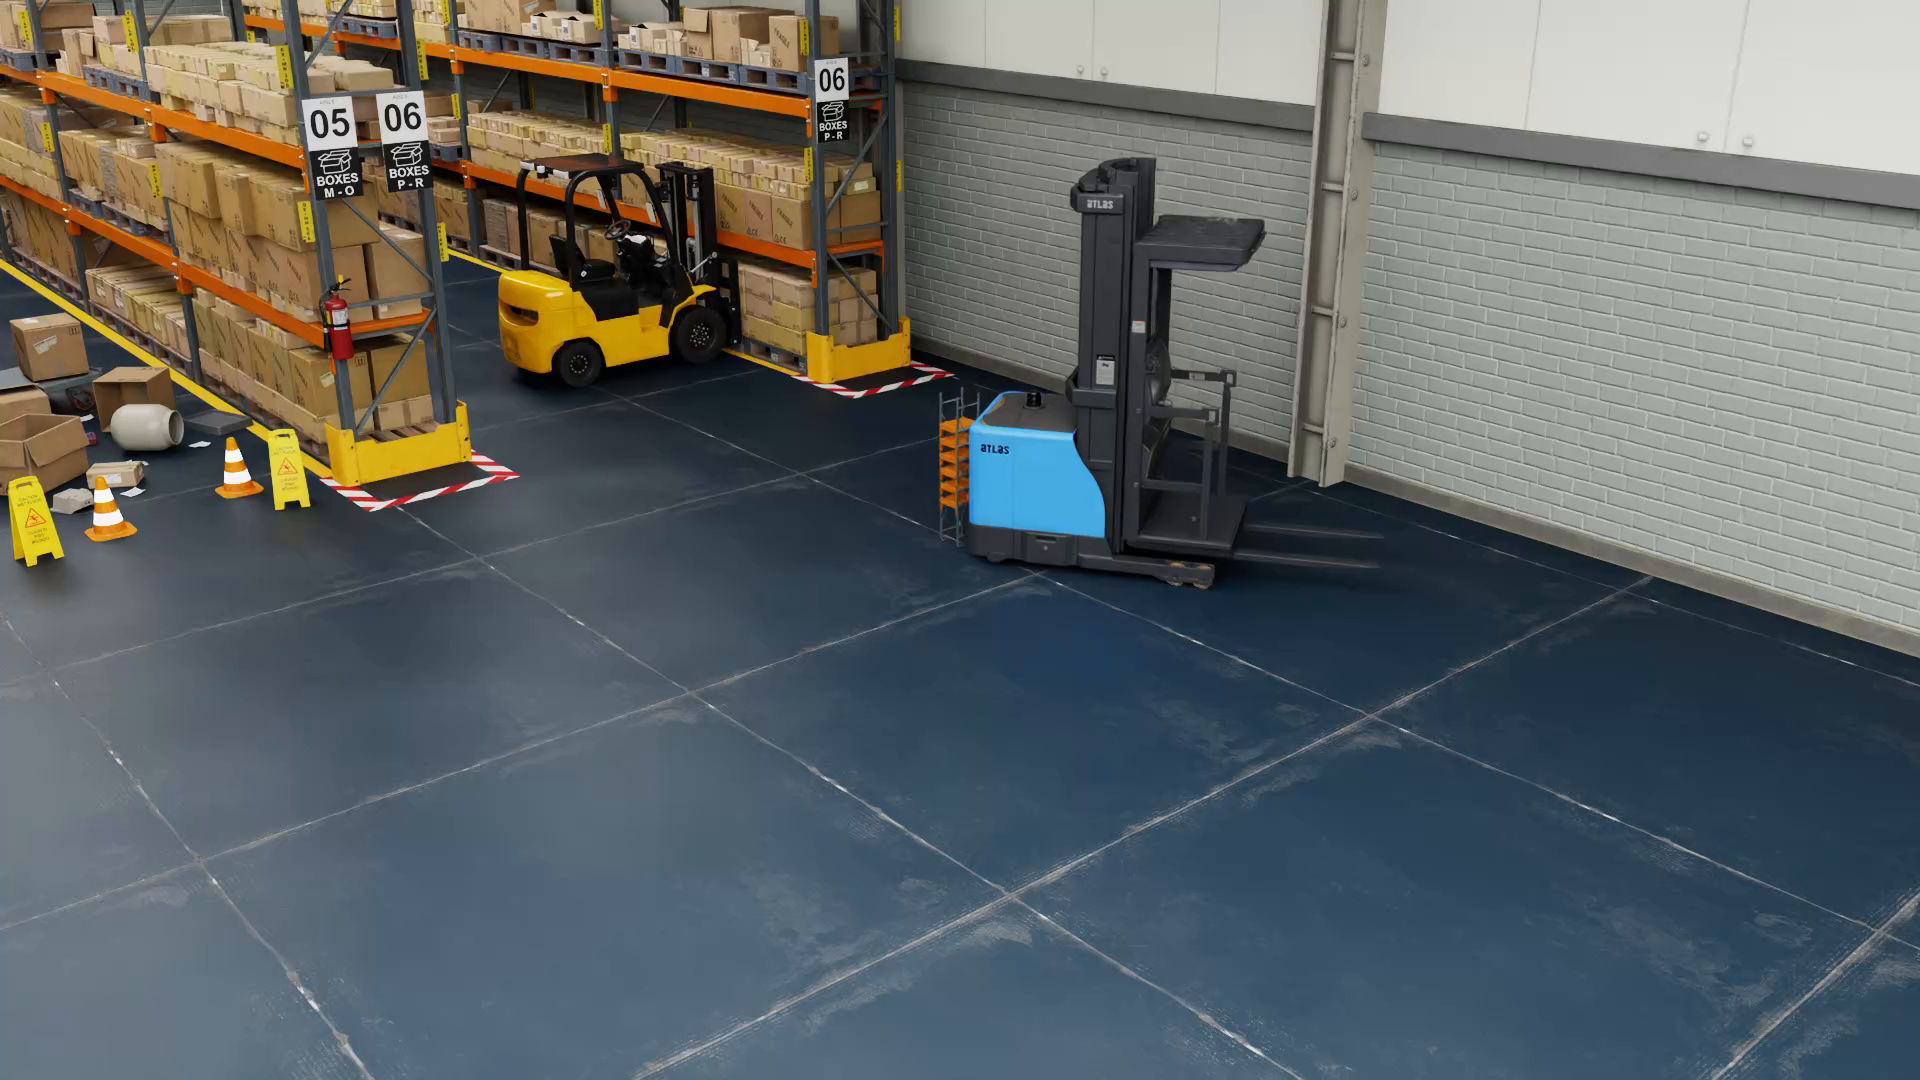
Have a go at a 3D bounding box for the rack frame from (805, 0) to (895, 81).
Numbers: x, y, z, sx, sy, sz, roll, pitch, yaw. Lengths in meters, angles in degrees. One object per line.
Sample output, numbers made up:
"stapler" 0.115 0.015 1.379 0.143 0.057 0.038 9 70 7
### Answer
"rack frame" -1.071 -5.979 15.909 1.000 3.000 0.127 -17 27 -37

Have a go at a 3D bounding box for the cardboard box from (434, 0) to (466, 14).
"cardboard box" -6.741 -7.071 22.062 0.380 0.149 0.250 -16 27 -36

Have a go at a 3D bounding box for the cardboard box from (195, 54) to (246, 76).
"cardboard box" -6.590 -4.247 14.853 0.380 0.149 0.250 -18 28 -38

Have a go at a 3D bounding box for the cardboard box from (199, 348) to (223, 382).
"cardboard box" -7.259 -1.796 16.650 0.500 0.250 0.500 -19 28 -40

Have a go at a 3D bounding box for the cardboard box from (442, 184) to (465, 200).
"cardboard box" -7.009 -4.873 23.276 0.380 0.149 0.250 -19 28 -40

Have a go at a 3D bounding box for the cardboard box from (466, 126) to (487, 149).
"cardboard box" -6.207 -5.372 22.106 0.500 0.250 0.500 -17 27 -37

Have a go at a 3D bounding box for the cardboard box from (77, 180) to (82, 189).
"cardboard box" -9.979 -4.157 19.254 0.380 0.149 0.250 -19 29 -40

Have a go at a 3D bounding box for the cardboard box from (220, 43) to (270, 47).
"cardboard box" -6.840 -4.669 15.931 0.380 0.149 0.250 -18 28 -39

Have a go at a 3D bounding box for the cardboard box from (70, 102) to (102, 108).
"cardboard box" -10.519 -5.054 20.267 0.500 0.500 0.500 -17 27 -37

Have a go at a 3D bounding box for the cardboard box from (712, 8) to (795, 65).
"cardboard box" -2.137 -5.242 17.290 0.700 0.500 0.500 -17 27 -37

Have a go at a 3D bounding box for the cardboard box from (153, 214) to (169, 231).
"cardboard box" -7.985 -3.263 16.970 0.380 0.149 0.250 -17 27 -37

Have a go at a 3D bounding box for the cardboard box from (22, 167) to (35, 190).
"cardboard box" -11.239 -4.501 20.569 0.500 0.250 0.500 -18 28 -38

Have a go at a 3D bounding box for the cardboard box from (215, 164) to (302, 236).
"cardboard box" -6.063 -3.000 14.615 0.700 0.500 0.500 -18 28 -38

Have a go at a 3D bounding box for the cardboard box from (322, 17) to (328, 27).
"cardboard box" -9.362 -7.809 25.041 0.380 0.149 0.250 -18 27 -38

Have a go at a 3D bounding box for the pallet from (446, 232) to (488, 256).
"pallet" -6.752 -4.312 23.705 1.003 0.211 1.213 -17 27 -37

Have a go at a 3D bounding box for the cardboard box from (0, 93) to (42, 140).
"cardboard box" -11.914 -5.367 21.065 0.500 0.500 0.500 -18 28 -39

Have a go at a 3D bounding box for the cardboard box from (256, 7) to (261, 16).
"cardboard box" -11.292 -8.676 27.253 0.380 0.149 0.250 -17 27 -36

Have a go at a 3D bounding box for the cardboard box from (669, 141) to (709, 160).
"cardboard box" -3.006 -4.339 18.514 0.380 0.149 0.250 -18 28 -38

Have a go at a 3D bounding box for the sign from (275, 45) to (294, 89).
"sign" -5.262 -3.685 12.952 0.100 0.325 0.005 -17 27 -37

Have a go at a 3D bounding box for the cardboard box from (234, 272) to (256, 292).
"cardboard box" -6.464 -2.409 15.365 0.380 0.149 0.250 -18 27 -38

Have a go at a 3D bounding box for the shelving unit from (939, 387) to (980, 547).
"shelving unit" -0.002 -0.556 12.756 0.258 1.200 0.189 -19 28 -40

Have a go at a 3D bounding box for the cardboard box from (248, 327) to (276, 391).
"cardboard box" -6.217 -1.711 15.405 0.500 0.500 0.500 -18 28 -39

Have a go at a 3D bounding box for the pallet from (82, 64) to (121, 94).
"pallet" -8.441 -4.899 17.522 1.213 0.211 1.003 -17 27 -37

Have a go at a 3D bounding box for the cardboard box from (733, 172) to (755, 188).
"cardboard box" -2.185 -3.846 17.665 0.380 0.149 0.250 -19 28 -39

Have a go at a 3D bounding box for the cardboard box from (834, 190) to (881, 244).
"cardboard box" -1.184 -3.435 17.503 0.500 0.500 0.500 -16 27 -36

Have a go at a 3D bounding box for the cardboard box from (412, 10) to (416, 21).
"cardboard box" -7.334 -7.243 22.908 0.380 0.149 0.250 -17 27 -37

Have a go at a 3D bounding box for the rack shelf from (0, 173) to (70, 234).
"rack shelf" -11.356 -4.430 21.169 1.077 0.370 4.000 -17 27 -37

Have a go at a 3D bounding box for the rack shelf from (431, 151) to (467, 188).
"rack shelf" -7.598 -5.613 24.188 1.077 0.370 4.000 -17 27 -37

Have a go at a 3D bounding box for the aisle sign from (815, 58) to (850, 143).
"aisle sign" -1.250 -4.308 16.304 0.394 0.787 0.004 -17 27 -37

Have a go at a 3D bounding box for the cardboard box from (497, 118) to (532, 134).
"cardboard box" -5.765 -5.378 21.576 0.380 0.149 0.250 -17 27 -37

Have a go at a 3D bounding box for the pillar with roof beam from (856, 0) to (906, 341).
"pillar with roof beam" -4.104 -5.361 14.332 9.100 9.000 0.400 -17 27 -37

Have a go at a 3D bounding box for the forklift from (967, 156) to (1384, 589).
"forklift" 1.630 -1.228 12.100 3.031 2.935 1.130 6 22 15

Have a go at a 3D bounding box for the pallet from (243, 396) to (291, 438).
"pallet" -6.174 -1.295 16.001 1.003 0.211 1.213 -17 27 -37

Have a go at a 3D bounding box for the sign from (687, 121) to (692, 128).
"sign" -3.262 -4.863 19.991 0.100 0.325 0.005 -17 27 -37

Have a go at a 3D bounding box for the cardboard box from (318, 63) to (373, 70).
"cardboard box" -5.199 -3.950 14.094 0.380 0.149 0.250 -17 27 -37

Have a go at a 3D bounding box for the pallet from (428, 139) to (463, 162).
"pallet" -6.788 -5.477 23.117 1.213 0.211 1.003 -17 27 -37

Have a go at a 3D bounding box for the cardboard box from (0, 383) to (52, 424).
"cardboard box" -8.510 -1.042 14.769 0.797 0.637 0.503 -17 27 -37

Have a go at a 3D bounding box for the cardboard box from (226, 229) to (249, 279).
"cardboard box" -6.356 -2.695 15.207 0.500 0.500 0.500 -17 27 -37

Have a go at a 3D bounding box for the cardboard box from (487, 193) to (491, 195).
"cardboard box" -6.661 -4.750 23.851 0.500 0.500 0.500 -17 27 -37

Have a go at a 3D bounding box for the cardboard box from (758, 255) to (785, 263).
"cardboard box" -1.888 -3.022 18.409 0.500 0.250 0.500 -18 27 -38

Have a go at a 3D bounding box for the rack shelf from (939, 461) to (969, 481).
"rack shelf" -0.002 -0.514 12.773 0.258 0.103 0.180 -19 28 -40

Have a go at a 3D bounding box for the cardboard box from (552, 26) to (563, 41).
"cardboard box" -4.630 -6.044 19.820 0.380 0.149 0.250 -18 27 -38

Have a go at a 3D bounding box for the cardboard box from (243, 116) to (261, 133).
"cardboard box" -5.922 -3.600 14.294 0.380 0.149 0.250 -18 28 -38

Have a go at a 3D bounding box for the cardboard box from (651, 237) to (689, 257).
"cardboard box" -3.278 -3.319 19.169 0.500 0.250 0.500 -17 27 -37

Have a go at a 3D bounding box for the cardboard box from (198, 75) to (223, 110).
"cardboard box" -6.368 -3.966 14.680 0.500 0.250 0.500 -17 27 -37

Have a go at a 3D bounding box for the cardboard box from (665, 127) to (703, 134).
"cardboard box" -3.245 -4.761 19.592 0.380 0.149 0.250 -17 27 -37

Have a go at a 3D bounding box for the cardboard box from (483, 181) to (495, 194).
"cardboard box" -6.550 -5.027 23.668 0.380 0.149 0.250 -16 27 -36

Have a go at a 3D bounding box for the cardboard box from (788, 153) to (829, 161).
"cardboard box" -1.607 -4.038 17.746 0.380 0.149 0.250 -17 27 -37

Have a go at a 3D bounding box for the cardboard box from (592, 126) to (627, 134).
"cardboard box" -4.372 -5.083 20.823 0.380 0.149 0.250 -17 27 -37

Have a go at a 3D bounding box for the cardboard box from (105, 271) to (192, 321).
"cardboard box" -9.202 -2.824 19.109 0.950 0.372 0.625 -18 28 -38

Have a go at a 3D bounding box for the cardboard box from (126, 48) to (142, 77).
"cardboard box" -7.931 -4.757 16.533 0.500 0.250 0.500 -18 28 -38

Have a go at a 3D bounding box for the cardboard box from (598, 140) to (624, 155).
"cardboard box" -4.073 -4.680 19.794 0.380 0.149 0.250 -16 27 -36

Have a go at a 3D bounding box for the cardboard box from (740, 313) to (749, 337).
"cardboard box" -2.254 -2.435 18.282 0.500 0.250 0.500 -17 27 -37
